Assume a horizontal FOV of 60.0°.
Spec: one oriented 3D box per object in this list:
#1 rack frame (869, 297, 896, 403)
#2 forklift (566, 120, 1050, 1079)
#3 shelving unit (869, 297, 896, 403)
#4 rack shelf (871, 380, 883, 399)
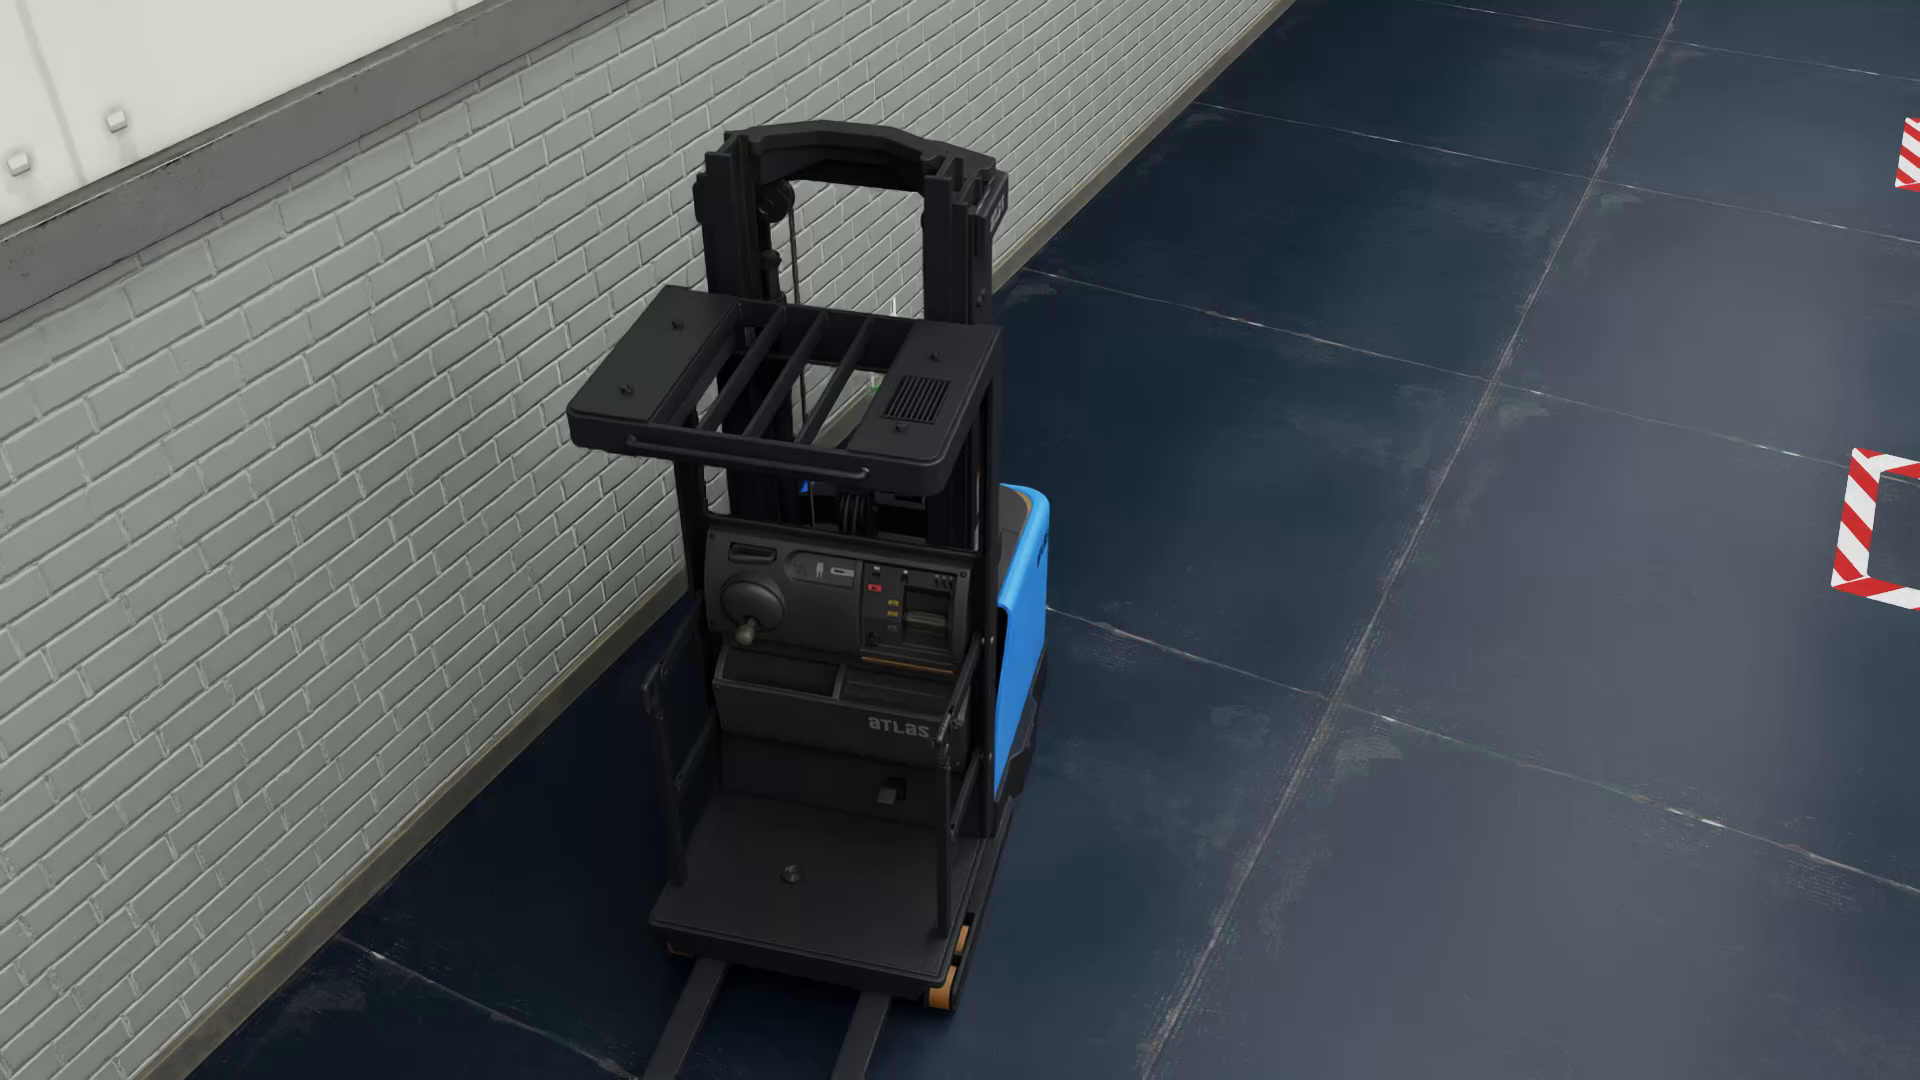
[{"bbox_3d":[-0.364,-0.592,8.057,0.015,1.200,0.240,17,41,21],"label":"rack frame"},{"bbox_3d":[-0.472,0.274,5.485,1.130,2.935,3.031,9,38,11],"label":"forklift"},{"bbox_3d":[-0.147,-0.524,7.968,0.503,1.200,0.258,17,41,21],"label":"shelving unit"},{"bbox_3d":[-0.147,-0.664,7.861,0.480,0.148,0.258,17,41,21],"label":"rack shelf"}]
